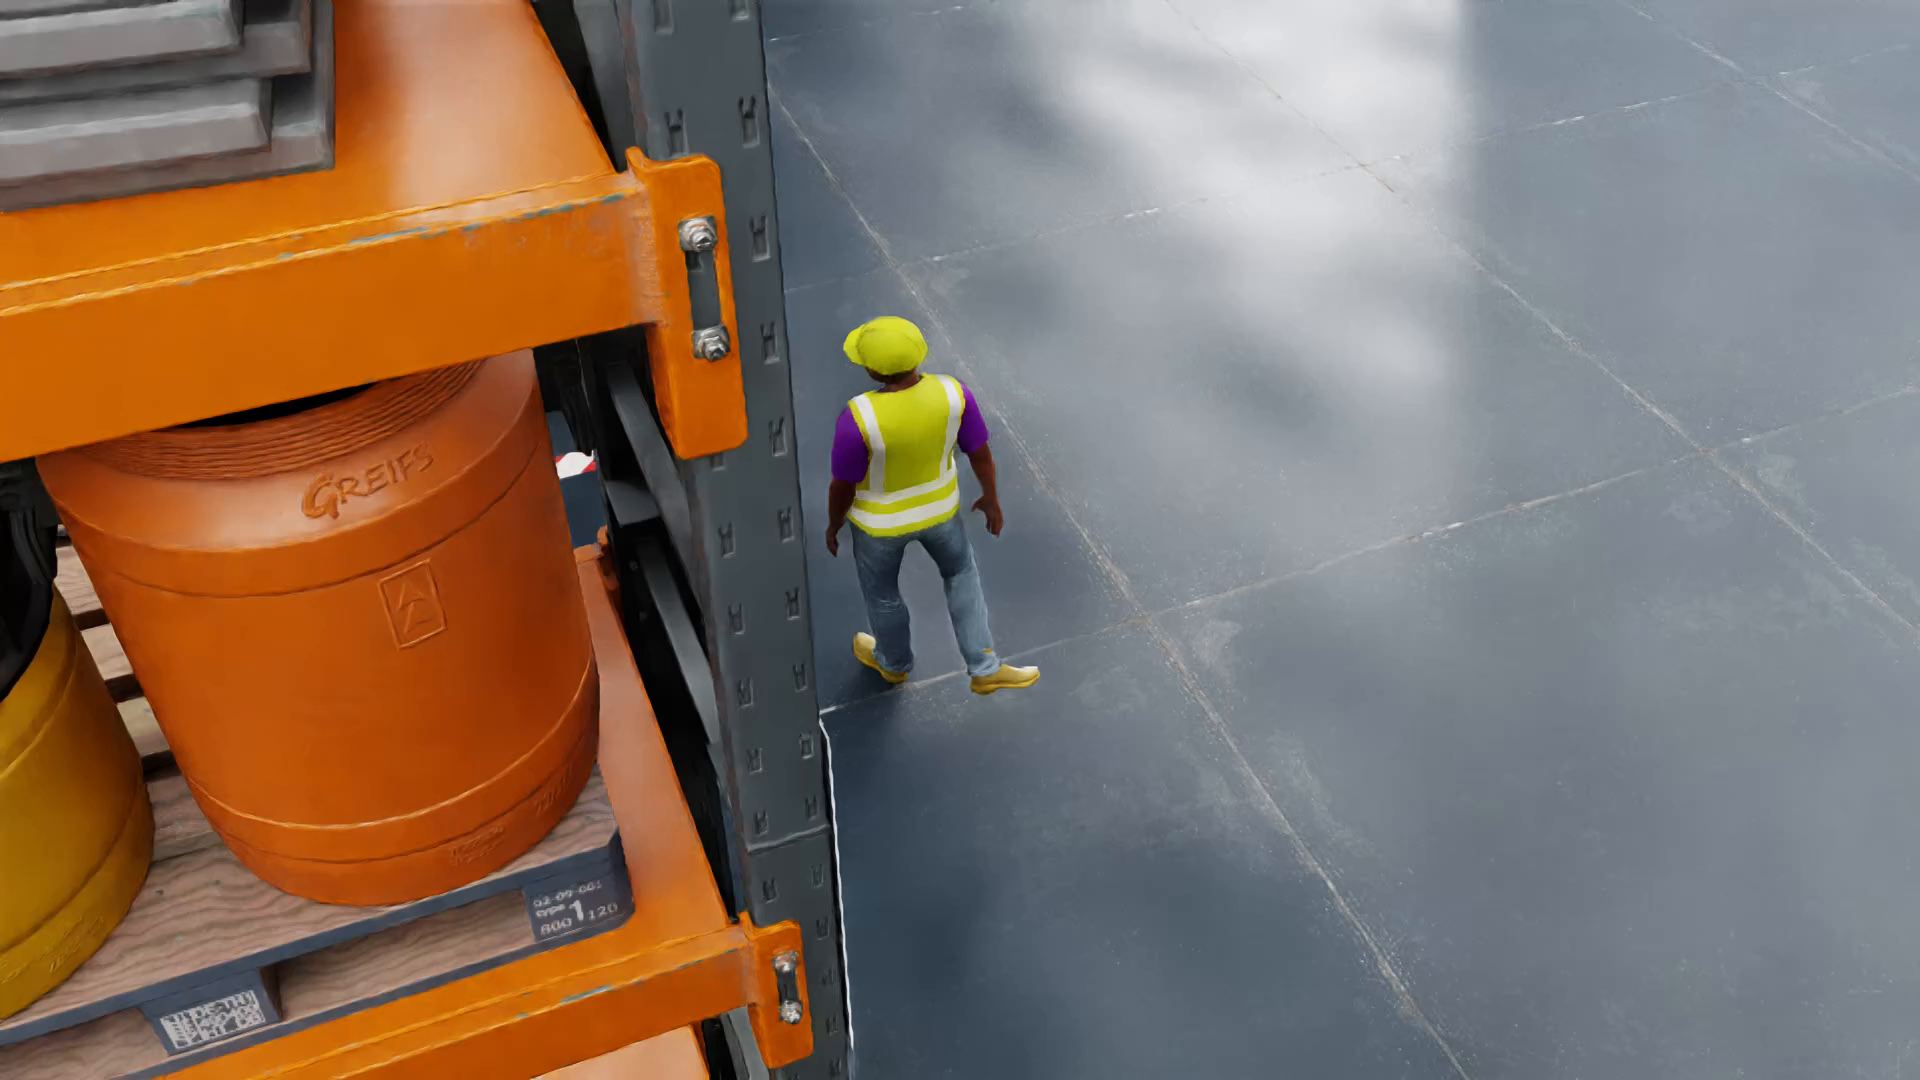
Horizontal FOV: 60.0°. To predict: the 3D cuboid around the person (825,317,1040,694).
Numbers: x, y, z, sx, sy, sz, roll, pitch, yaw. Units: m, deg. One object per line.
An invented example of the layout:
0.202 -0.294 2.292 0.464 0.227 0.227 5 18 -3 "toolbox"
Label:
-0.119 -0.088 6.245 0.750 1.765 0.630 -15 44 -16 "person"
